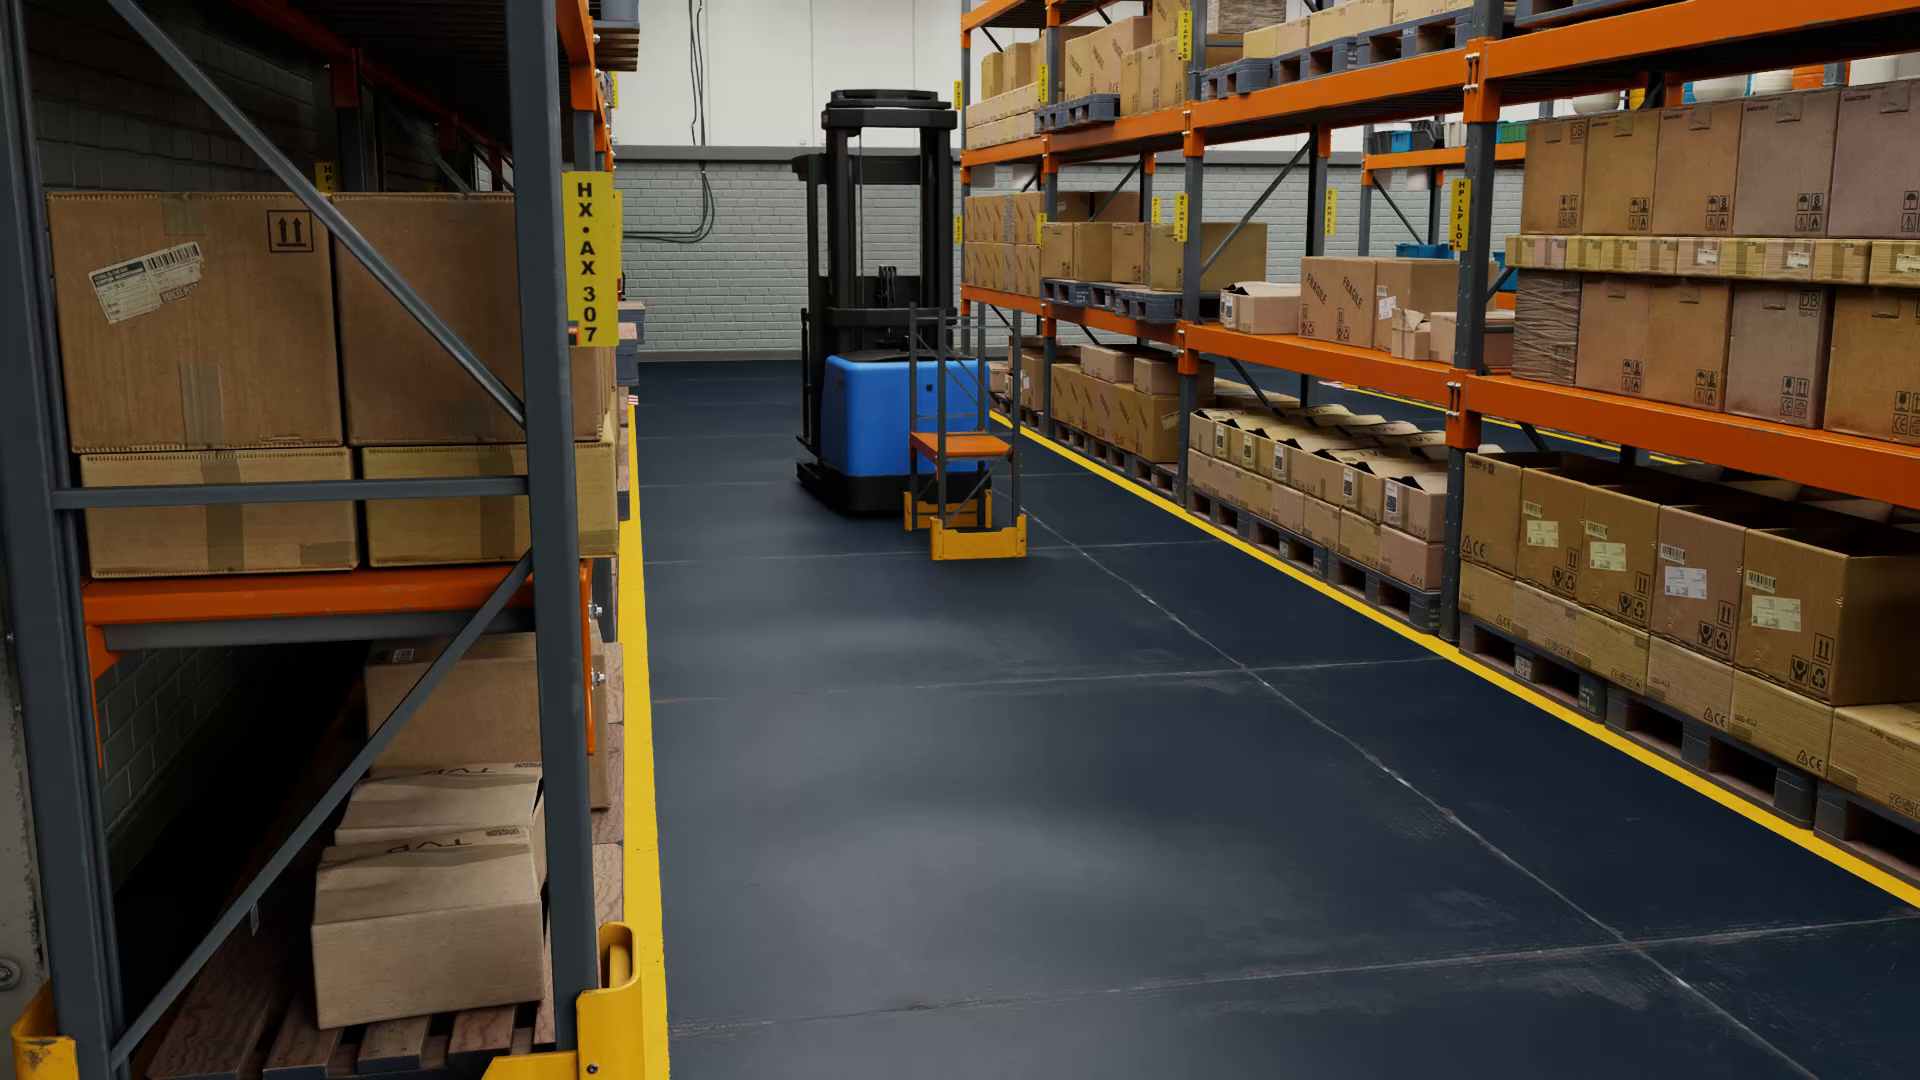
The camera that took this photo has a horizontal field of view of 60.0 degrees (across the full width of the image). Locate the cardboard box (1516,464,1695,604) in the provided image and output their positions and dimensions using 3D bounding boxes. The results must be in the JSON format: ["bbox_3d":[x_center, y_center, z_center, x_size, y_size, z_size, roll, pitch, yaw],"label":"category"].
[{"bbox_3d":[2.737,-0.034,7.077,0.500,0.500,0.500,-2,11,-11],"label":"cardboard box"}]

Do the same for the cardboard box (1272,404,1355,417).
[{"bbox_3d":[2.414,-0.775,11.479,0.500,0.311,0.500,-2,11,-10],"label":"cardboard box"}]

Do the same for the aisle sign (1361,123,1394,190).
[{"bbox_3d":[5.069,-4.658,20.192,0.394,0.787,0.004,-2,11,-11],"label":"aisle sign"}]

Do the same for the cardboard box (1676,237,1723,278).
[{"bbox_3d":[2.965,-1.073,6.310,0.380,0.149,0.250,-2,11,-13],"label":"cardboard box"}]

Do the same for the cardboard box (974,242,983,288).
[{"bbox_3d":[0.448,-3.062,18.496,0.500,0.500,0.500,-2,11,-12],"label":"cardboard box"}]

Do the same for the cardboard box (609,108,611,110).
[{"bbox_3d":[-3.527,-4.170,15.570,0.500,0.250,0.500,-2,11,-12],"label":"cardboard box"}]

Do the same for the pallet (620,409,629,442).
[{"bbox_3d":[-3.637,-1.057,15.684,1.003,0.211,1.213,-2,11,-11],"label":"pallet"}]

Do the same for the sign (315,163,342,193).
[{"bbox_3d":[-2.554,-1.365,6.749,0.100,0.325,0.005,-2,11,-11],"label":"sign"}]

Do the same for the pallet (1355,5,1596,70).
[{"bbox_3d":[2.664,-2.539,8.501,0.805,0.209,1.217,-3,11,-13],"label":"pallet"}]

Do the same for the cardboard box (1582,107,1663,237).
[{"bbox_3d":[3.041,-1.510,6.873,0.700,0.500,0.500,-2,11,-11],"label":"cardboard box"}]

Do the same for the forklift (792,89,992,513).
[{"bbox_3d":[-0.651,-1.862,12.638,1.130,2.935,3.031,-3,11,-15],"label":"forklift"}]

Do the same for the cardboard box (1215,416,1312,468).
[{"bbox_3d":[1.995,-0.660,10.871,0.500,0.311,0.500,-2,11,-12],"label":"cardboard box"}]

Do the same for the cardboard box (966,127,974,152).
[{"bbox_3d":[0.365,-4.495,18.670,0.500,0.250,0.500,-2,11,-11],"label":"cardboard box"}]

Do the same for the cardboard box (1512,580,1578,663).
[{"bbox_3d":[2.734,0.335,7.147,0.500,0.250,0.500,-2,11,-11],"label":"cardboard box"}]

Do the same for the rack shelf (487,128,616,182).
[{"bbox_3d":[-3.955,-3.771,16.389,1.077,0.370,4.000,-2,11,-11],"label":"rack shelf"}]

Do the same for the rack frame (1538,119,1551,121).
[{"bbox_3d":[6.152,-2.645,16.568,1.000,3.000,0.127,-2,11,-11],"label":"rack frame"}]

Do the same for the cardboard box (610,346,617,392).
[{"bbox_3d":[-1.211,-0.672,4.549,0.500,0.500,0.500,-2,11,-13],"label":"cardboard box"}]

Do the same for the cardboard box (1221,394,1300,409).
[{"bbox_3d":[2.262,-0.813,12.457,0.500,0.500,0.500,-2,11,-9],"label":"cardboard box"}]

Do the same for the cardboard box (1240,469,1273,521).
[{"bbox_3d":[2.090,-0.293,10.444,0.500,0.250,0.500,-2,11,-13],"label":"cardboard box"}]

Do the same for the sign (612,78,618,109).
[{"bbox_3d":[-3.809,-4.905,18.264,0.100,0.325,0.005,-2,11,-11],"label":"sign"}]

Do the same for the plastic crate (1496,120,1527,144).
[{"bbox_3d":[5.662,-4.191,17.120,0.416,0.233,0.300,-2,11,-11],"label":"plastic crate"}]

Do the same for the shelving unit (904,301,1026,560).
[{"bbox_3d":[0.015,-0.723,10.483,0.587,1.500,1.083,-2,11,-11],"label":"shelving unit"}]

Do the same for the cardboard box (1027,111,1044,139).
[{"bbox_3d":[0.937,-3.944,15.777,0.500,0.250,0.500,-2,11,-11],"label":"cardboard box"}]

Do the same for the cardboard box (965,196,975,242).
[{"bbox_3d":[0.342,-3.648,18.899,0.500,0.500,0.500,-2,11,-9],"label":"cardboard box"}]

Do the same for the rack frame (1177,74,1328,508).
[{"bbox_3d":[2.071,-1.731,11.771,1.000,3.000,0.127,-2,11,-11],"label":"rack frame"}]

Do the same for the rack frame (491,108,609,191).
[{"bbox_3d":[-3.566,-2.284,14.675,1.000,3.000,0.127,-2,11,-11],"label":"rack frame"}]

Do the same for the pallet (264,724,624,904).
[{"bbox_3d":[-1.604,0.899,5.409,1.003,0.211,1.213,-2,11,-11],"label":"pallet"}]

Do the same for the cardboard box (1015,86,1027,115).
[{"bbox_3d":[0.838,-4.282,16.211,0.500,0.250,0.500,-2,11,-11],"label":"cardboard box"}]

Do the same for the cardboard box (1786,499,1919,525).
[{"bbox_3d":[3.451,0.130,6.215,0.500,0.500,0.500,-2,11,-11],"label":"cardboard box"}]

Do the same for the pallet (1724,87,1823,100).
[{"bbox_3d":[6.877,-3.435,13.207,1.003,0.211,1.213,-2,11,-11],"label":"pallet"}]

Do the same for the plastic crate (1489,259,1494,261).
[{"bbox_3d":[6.036,-2.903,18.080,0.437,0.282,0.530,-2,11,-11],"label":"plastic crate"}]

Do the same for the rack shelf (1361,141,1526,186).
[{"bbox_3d":[5.763,-4.131,18.282,1.077,0.370,4.000,-2,11,-11],"label":"rack shelf"}]

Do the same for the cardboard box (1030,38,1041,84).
[{"bbox_3d":[1.099,-4.755,16.693,0.700,0.500,0.500,-2,11,-11],"label":"cardboard box"}]

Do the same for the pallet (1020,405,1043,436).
[{"bbox_3d":[1.160,-1.221,16.548,1.003,0.211,1.213,-2,11,-11],"label":"pallet"}]

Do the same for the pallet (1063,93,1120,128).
[{"bbox_3d":[1.555,-3.534,13.722,1.213,0.211,1.003,-2,11,-11],"label":"pallet"}]

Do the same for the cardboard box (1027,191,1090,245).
[{"bbox_3d":[0.940,-3.089,15.960,0.500,0.500,0.500,-2,11,-11],"label":"cardboard box"}]

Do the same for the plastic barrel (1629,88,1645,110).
[{"bbox_3d":[6.529,-4.257,15.390,0.600,0.588,0.600,0,11,0],"label":"plastic barrel"}]

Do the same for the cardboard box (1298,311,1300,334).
[{"bbox_3d":[2.374,-1.376,10.576,0.380,0.149,0.250,-1,11,-7],"label":"cardboard box"}]

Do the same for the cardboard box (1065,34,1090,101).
[{"bbox_3d":[1.318,-4.148,14.787,0.600,0.600,0.600,-3,11,-16],"label":"cardboard box"}]

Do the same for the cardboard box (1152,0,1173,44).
[{"bbox_3d":[1.794,-4.013,12.792,0.500,0.500,0.500,-2,11,-11],"label":"cardboard box"}]

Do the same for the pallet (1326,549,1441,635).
[{"bbox_3d":[2.667,0.238,8.880,1.003,0.211,1.213,-2,11,-11],"label":"pallet"}]

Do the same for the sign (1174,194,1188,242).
[{"bbox_3d":[1.540,-2.240,11.557,0.100,0.325,0.005,-2,11,-11],"label":"sign"}]

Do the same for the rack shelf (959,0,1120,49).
[{"bbox_3d":[0.904,-5.424,17.059,1.077,0.370,4.000,-2,11,-11],"label":"rack shelf"}]

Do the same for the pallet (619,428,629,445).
[{"bbox_3d":[-3.342,-0.776,14.207,1.003,0.211,1.213,-2,11,-11],"label":"pallet"}]

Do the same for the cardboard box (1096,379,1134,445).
[{"bbox_3d":[1.450,-1.074,13.823,0.500,0.500,0.500,-3,11,-13],"label":"cardboard box"}]

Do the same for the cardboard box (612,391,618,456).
[{"bbox_3d":[-1.320,-0.402,5.132,0.500,0.250,0.500,-2,11,-10],"label":"cardboard box"}]

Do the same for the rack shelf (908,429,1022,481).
[{"bbox_3d":[0.017,-0.544,10.508,0.538,0.185,1.000,-2,11,-11],"label":"rack shelf"}]

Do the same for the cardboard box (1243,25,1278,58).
[{"bbox_3d":[2.214,-3.256,11.039,0.500,0.250,0.500,-3,11,-15],"label":"cardboard box"}]

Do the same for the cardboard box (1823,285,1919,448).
[{"bbox_3d":[3.351,-0.587,5.490,0.700,0.500,0.500,-2,11,-11],"label":"cardboard box"}]

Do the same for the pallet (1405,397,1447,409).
[{"bbox_3d":[5.730,-1.632,18.708,1.003,0.211,1.213,-2,11,-11],"label":"pallet"}]
